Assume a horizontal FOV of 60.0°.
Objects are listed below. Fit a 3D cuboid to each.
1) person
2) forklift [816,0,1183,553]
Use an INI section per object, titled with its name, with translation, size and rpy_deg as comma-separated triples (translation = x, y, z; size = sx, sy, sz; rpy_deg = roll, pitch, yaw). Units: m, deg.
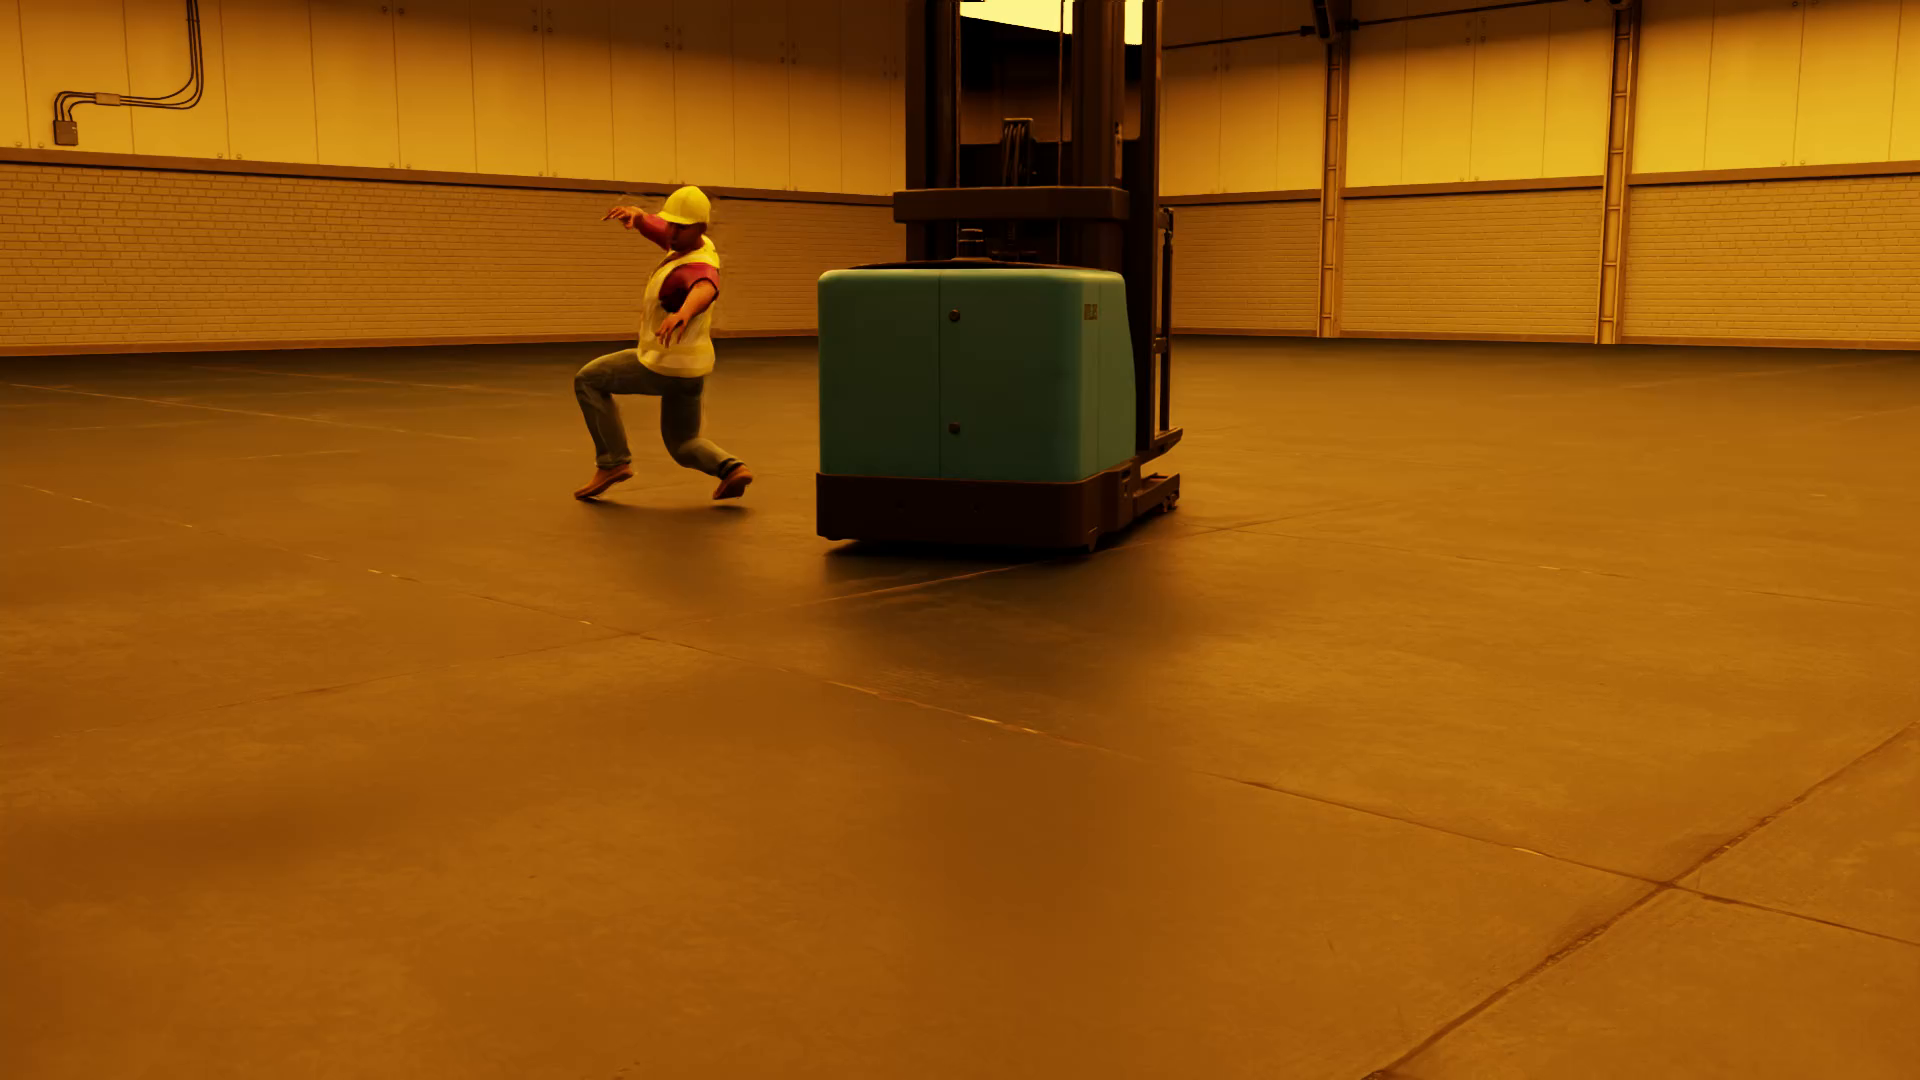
[person]
translation = -1.461, -0.866, 7.546
size = 0.957, 1.469, 1.002
rpy_deg = 3, 9, 17
[forklift]
translation = 0.388, -1.581, 7.375
size = 1.130, 2.935, 3.031
rpy_deg = 3, 9, 18
